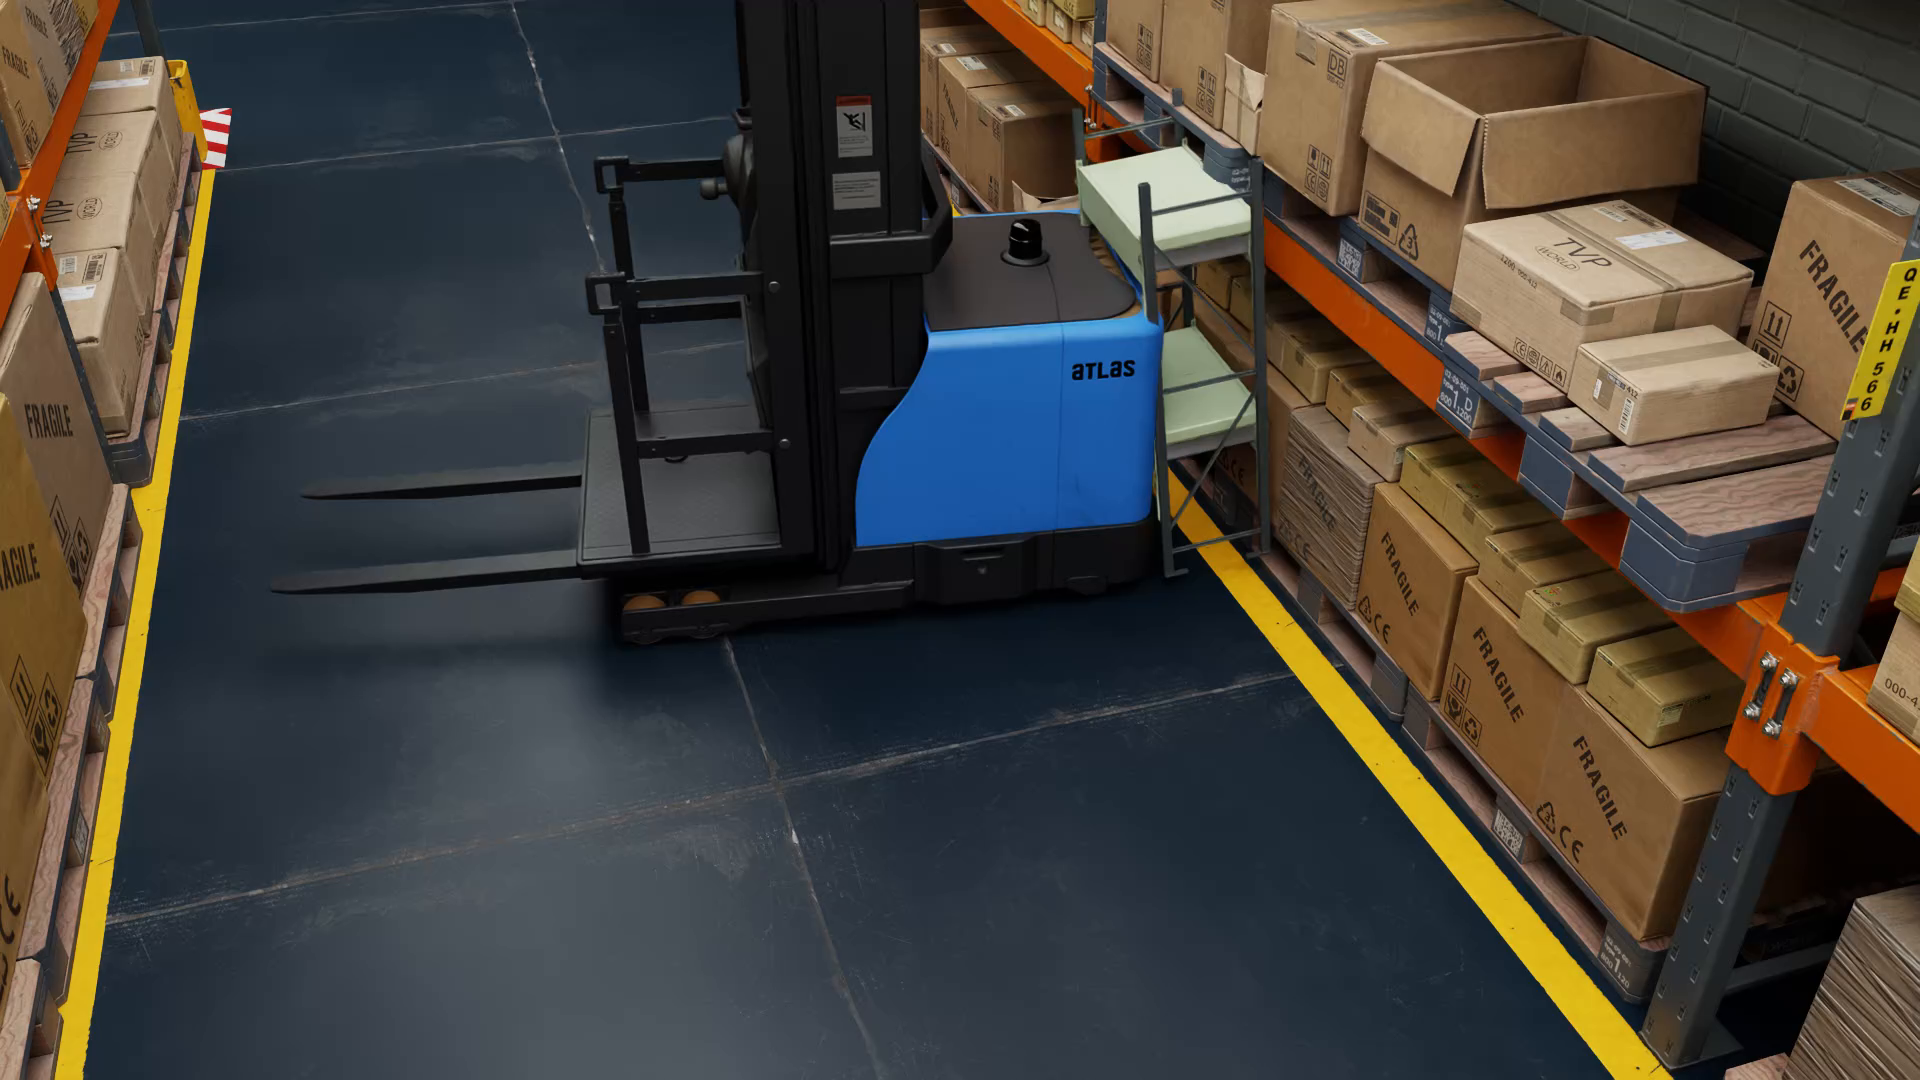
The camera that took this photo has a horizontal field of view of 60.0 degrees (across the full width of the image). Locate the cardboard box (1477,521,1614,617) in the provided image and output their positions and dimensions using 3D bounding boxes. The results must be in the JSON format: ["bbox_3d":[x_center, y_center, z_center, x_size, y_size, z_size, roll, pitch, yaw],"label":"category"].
[{"bbox_3d":[1.707,0.078,4.709,0.380,0.149,0.250,-11,35,-16],"label":"cardboard box"}]

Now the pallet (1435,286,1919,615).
[{"bbox_3d":[1.977,-0.283,4.131,1.213,0.211,1.003,-10,35,-15],"label":"pallet"}]

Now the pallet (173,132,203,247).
[{"bbox_3d":[-4.598,-1.812,8.801,1.003,0.211,1.213,-10,35,-15],"label":"pallet"}]

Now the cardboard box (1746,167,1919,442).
[{"bbox_3d":[2.242,-0.532,3.863,0.500,0.500,0.500,-8,34,-12],"label":"cardboard box"}]

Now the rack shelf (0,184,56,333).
[{"bbox_3d":[-3.086,0.068,4.079,1.077,0.370,4.000,-10,35,-15],"label":"rack shelf"}]

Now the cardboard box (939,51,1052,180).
[{"bbox_3d":[0.196,-2.264,8.842,0.500,0.500,0.500,-9,35,-14],"label":"cardboard box"}]

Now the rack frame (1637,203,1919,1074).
[{"bbox_3d":[2.250,-0.019,3.557,1.000,3.000,0.127,-10,35,-15],"label":"rack frame"}]

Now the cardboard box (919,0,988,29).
[{"bbox_3d":[-0.094,-3.015,9.976,0.797,0.503,0.637,-11,35,-17],"label":"cardboard box"}]

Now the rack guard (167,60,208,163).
[{"bbox_3d":[-4.923,-2.352,9.356,1.175,0.500,0.348,-10,35,-15],"label":"rack guard"}]

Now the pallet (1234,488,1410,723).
[{"bbox_3d":[1.690,0.107,5.897,1.003,0.211,1.213,-10,35,-15],"label":"pallet"}]

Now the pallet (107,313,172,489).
[{"bbox_3d":[-3.853,-0.531,6.862,1.003,0.211,1.213,-10,35,-15],"label":"pallet"}]

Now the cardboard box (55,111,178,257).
[{"bbox_3d":[-4.332,-1.680,8.014,0.875,0.438,0.875,-9,35,-13],"label":"cardboard box"}]

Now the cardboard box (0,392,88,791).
[{"bbox_3d":[-3.148,0.214,4.751,0.875,0.875,0.875,-9,35,-13],"label":"cardboard box"}]

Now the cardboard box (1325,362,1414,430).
[{"bbox_3d":[1.454,-0.477,5.549,0.380,0.149,0.250,-10,35,-15],"label":"cardboard box"}]

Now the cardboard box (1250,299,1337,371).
[{"bbox_3d":[1.271,-0.744,5.953,0.380,0.149,0.250,-10,35,-15],"label":"cardboard box"}]

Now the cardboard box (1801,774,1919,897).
[{"bbox_3d":[2.389,0.581,4.537,0.500,0.500,0.500,-9,34,-13],"label":"cardboard box"}]

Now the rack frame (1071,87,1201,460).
[{"bbox_3d":[0.671,-0.912,6.180,0.400,1.500,0.023,-13,34,-7],"label":"rack frame"}]

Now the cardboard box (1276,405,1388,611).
[{"bbox_3d":[1.435,-0.145,5.635,0.500,0.500,0.500,-11,35,-16],"label":"cardboard box"}]

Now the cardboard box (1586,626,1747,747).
[{"bbox_3d":[1.858,0.362,4.280,0.380,0.149,0.250,-12,35,-17],"label":"cardboard box"}]

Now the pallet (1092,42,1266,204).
[{"bbox_3d":[1.170,-1.601,6.126,1.003,0.211,1.213,-10,35,-15],"label":"pallet"}]

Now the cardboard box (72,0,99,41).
[{"bbox_3d":[-4.042,-2.412,7.088,0.500,0.500,0.500,-9,35,-13],"label":"cardboard box"}]

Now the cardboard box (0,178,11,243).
[{"bbox_3d":[-3.319,-1.026,5.218,0.500,0.250,0.500,-11,35,-16],"label":"cardboard box"}]

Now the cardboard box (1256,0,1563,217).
[{"bbox_3d":[1.362,-1.360,5.116,0.700,0.500,0.500,-10,35,-15],"label":"cardboard box"}]

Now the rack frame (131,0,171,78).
[{"bbox_3d":[-4.916,-3.382,8.648,1.000,3.000,0.127,-10,35,-15],"label":"rack frame"}]

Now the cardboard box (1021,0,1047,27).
[{"bbox_3d":[0.490,-2.404,7.396,0.380,0.149,0.250,-9,35,-13],"label":"cardboard box"}]

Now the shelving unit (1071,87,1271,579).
[{"bbox_3d":[0.754,-0.720,5.880,0.431,1.500,0.755,-13,34,-7],"label":"shelving unit"}]

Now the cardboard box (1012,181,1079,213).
[{"bbox_3d":[0.471,-1.584,8.025,0.396,0.266,0.258,-9,34,-13],"label":"cardboard box"}]

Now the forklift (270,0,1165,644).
[{"bbox_3d":[-0.878,-1.179,5.375,3.031,2.935,1.130,-5,34,-7],"label":"forklift"}]

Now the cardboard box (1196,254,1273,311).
[{"bbox_3d":[1.133,-1.023,6.376,0.380,0.149,0.250,-12,35,-17],"label":"cardboard box"}]

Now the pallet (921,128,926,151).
[{"bbox_3d":[0.077,-2.597,9.989,1.003,0.211,1.213,-10,35,-15],"label":"pallet"}]

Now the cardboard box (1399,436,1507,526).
[{"bbox_3d":[1.593,-0.199,5.129,0.380,0.149,0.250,-11,35,-15],"label":"cardboard box"}]

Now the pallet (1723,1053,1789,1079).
[{"bbox_3d":[2.464,1.584,3.662,1.003,0.211,1.213,-10,35,-15],"label":"pallet"}]

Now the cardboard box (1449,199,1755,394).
[{"bbox_3d":[1.620,-0.631,4.239,0.500,0.250,0.500,-12,35,-17],"label":"cardboard box"}]

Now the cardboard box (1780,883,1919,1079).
[{"bbox_3d":[2.427,1.127,3.597,0.875,0.625,0.625,-9,34,-13],"label":"cardboard box"}]

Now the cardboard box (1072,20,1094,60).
[{"bbox_3d":[0.692,-2.139,6.994,0.380,0.149,0.250,-10,35,-14],"label":"cardboard box"}]

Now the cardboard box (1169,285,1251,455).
[{"bbox_3d":[1.135,-0.681,6.447,0.500,0.500,0.500,-10,35,-15],"label":"cardboard box"}]

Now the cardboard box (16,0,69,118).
[{"bbox_3d":[-3.739,-1.879,6.282,0.500,0.500,0.500,-10,35,-14],"label":"cardboard box"}]

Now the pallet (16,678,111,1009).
[{"bbox_3d":[-3.013,0.915,4.673,1.003,0.211,1.213,-10,35,-15],"label":"pallet"}]

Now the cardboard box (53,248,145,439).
[{"bbox_3d":[-3.785,-0.736,6.586,0.875,0.438,0.875,-11,35,-15],"label":"cardboard box"}]

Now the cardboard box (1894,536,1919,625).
[{"bbox_3d":[2.129,0.114,3.040,0.500,0.250,0.500,-10,35,-15],"label":"cardboard box"}]

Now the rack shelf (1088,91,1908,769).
[{"bbox_3d":[1.640,-0.769,5.345,1.077,0.370,4.000,-10,35,-15],"label":"rack shelf"}]

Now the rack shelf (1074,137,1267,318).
[{"bbox_3d":[0.706,-1.039,5.662,0.431,0.370,0.720,-13,34,-7],"label":"rack shelf"}]

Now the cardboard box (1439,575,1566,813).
[{"bbox_3d":[1.774,0.399,4.812,0.500,0.500,0.500,-11,35,-15],"label":"cardboard box"}]

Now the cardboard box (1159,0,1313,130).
[{"bbox_3d":[1.123,-1.772,5.739,0.700,0.500,0.500,-10,35,-14],"label":"cardboard box"}]
